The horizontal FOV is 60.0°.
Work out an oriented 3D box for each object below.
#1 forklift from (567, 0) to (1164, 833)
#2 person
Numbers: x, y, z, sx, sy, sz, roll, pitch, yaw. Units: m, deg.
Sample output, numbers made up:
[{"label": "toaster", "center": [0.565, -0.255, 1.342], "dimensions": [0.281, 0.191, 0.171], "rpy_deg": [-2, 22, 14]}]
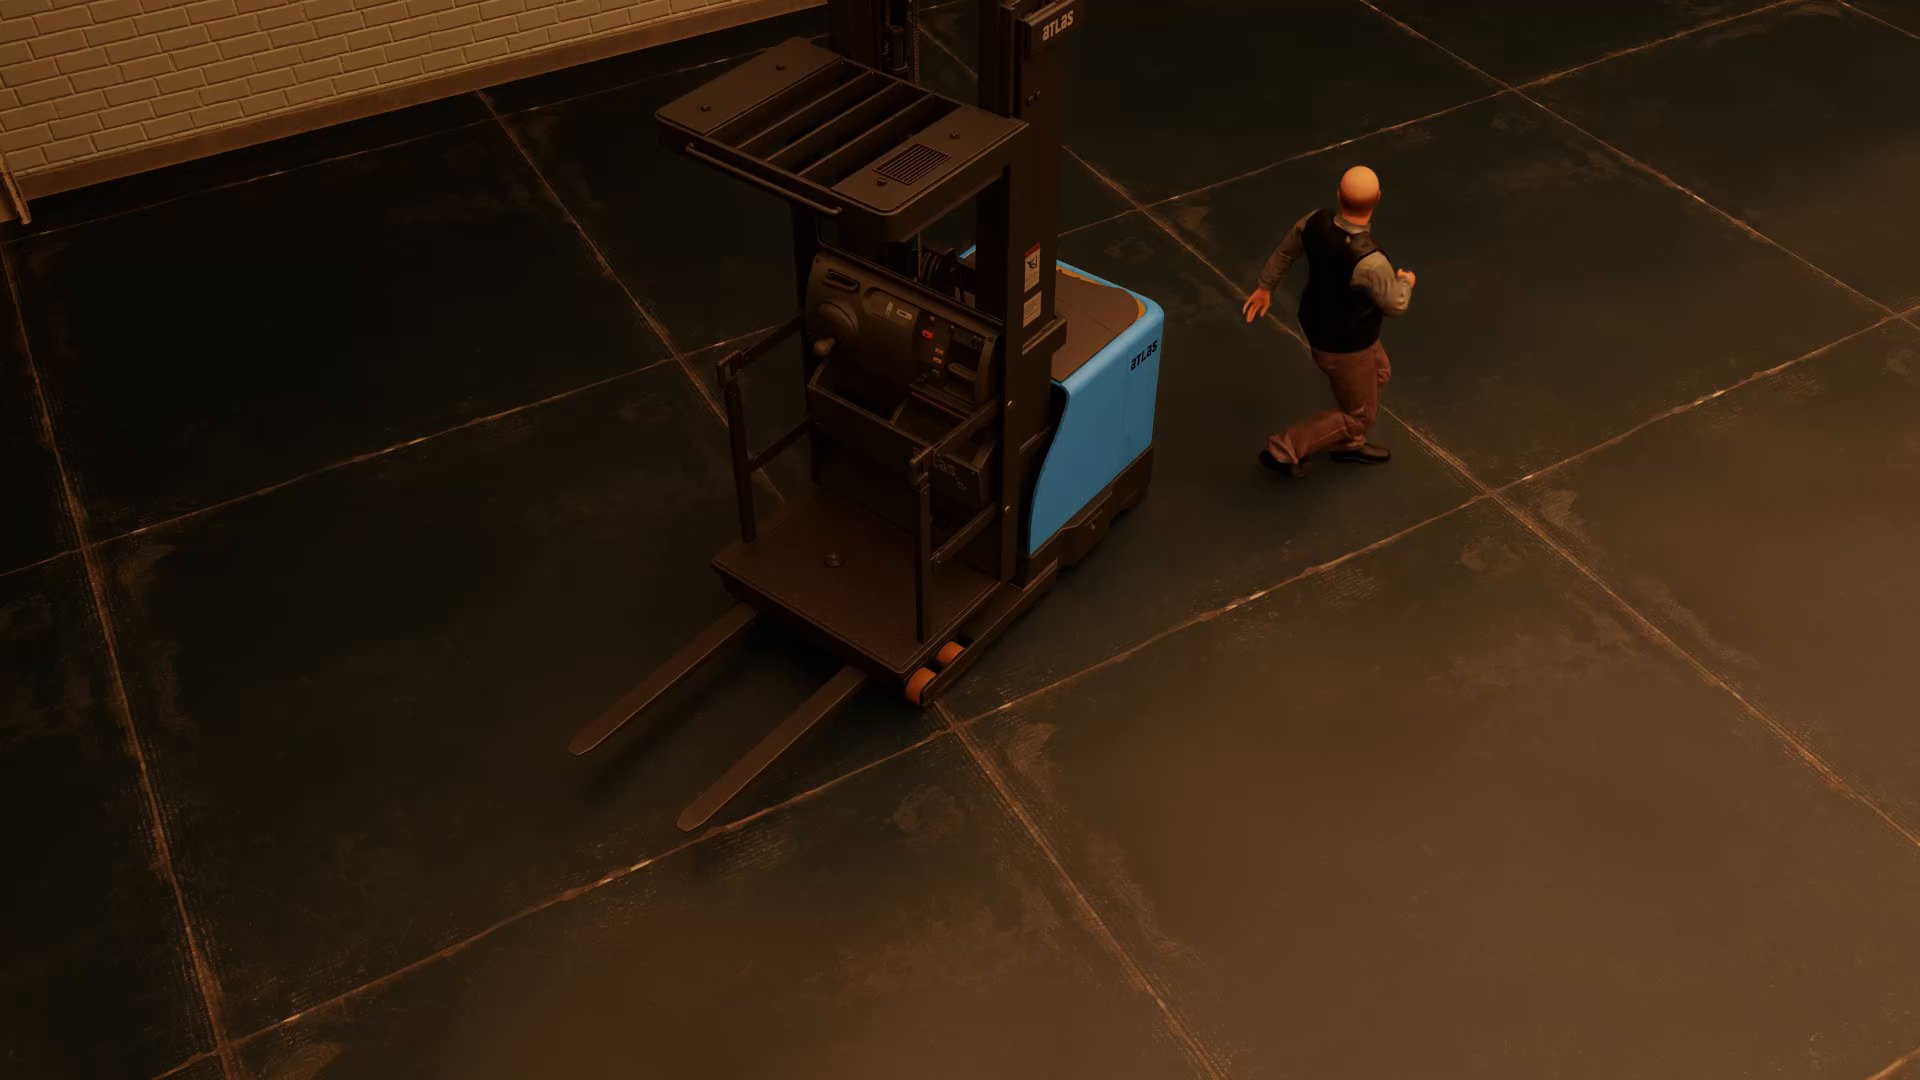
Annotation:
[{"label": "forklift", "center": [-0.375, -0.749, 6.505], "dimensions": [1.130, 2.935, 3.031], "rpy_deg": [28, 50, 27]}, {"label": "person", "center": [1.758, -0.995, 7.730], "dimensions": [0.780, 1.643, 0.595], "rpy_deg": [-4, 43, -5]}]
